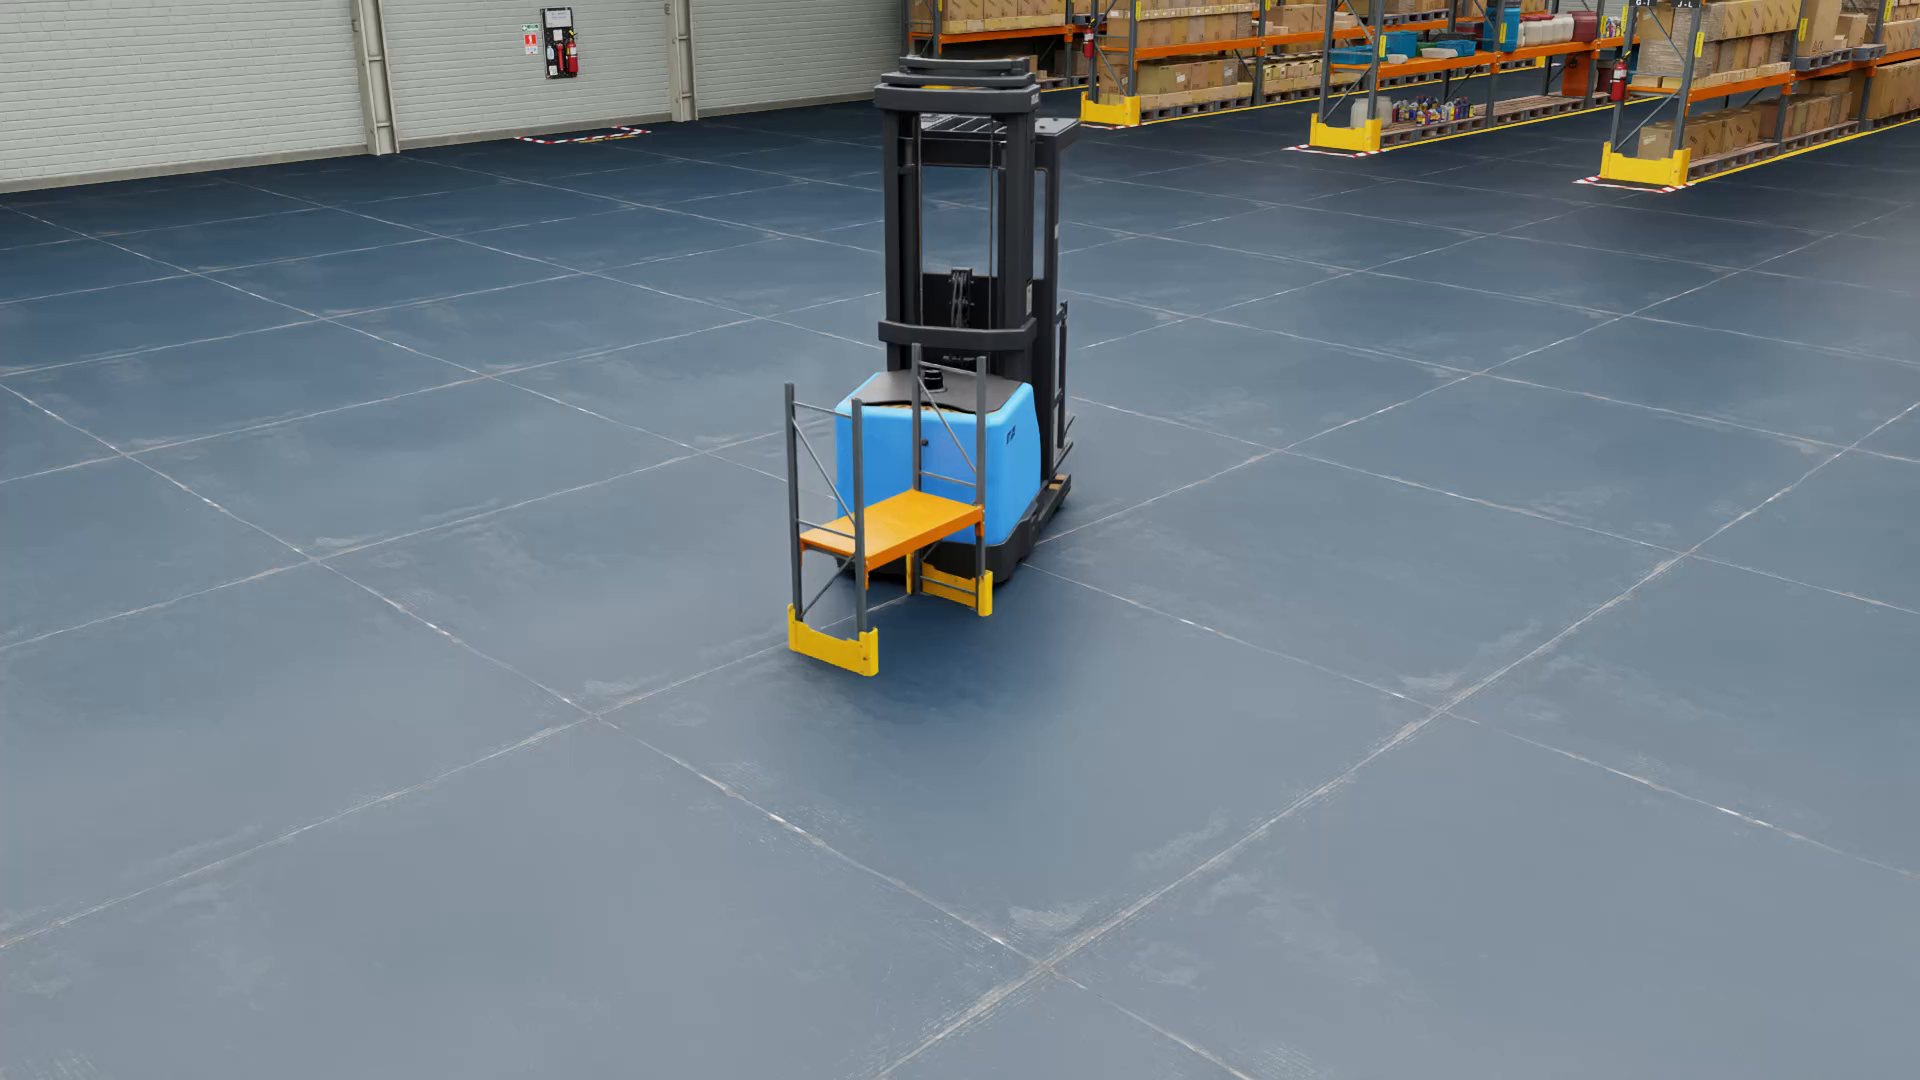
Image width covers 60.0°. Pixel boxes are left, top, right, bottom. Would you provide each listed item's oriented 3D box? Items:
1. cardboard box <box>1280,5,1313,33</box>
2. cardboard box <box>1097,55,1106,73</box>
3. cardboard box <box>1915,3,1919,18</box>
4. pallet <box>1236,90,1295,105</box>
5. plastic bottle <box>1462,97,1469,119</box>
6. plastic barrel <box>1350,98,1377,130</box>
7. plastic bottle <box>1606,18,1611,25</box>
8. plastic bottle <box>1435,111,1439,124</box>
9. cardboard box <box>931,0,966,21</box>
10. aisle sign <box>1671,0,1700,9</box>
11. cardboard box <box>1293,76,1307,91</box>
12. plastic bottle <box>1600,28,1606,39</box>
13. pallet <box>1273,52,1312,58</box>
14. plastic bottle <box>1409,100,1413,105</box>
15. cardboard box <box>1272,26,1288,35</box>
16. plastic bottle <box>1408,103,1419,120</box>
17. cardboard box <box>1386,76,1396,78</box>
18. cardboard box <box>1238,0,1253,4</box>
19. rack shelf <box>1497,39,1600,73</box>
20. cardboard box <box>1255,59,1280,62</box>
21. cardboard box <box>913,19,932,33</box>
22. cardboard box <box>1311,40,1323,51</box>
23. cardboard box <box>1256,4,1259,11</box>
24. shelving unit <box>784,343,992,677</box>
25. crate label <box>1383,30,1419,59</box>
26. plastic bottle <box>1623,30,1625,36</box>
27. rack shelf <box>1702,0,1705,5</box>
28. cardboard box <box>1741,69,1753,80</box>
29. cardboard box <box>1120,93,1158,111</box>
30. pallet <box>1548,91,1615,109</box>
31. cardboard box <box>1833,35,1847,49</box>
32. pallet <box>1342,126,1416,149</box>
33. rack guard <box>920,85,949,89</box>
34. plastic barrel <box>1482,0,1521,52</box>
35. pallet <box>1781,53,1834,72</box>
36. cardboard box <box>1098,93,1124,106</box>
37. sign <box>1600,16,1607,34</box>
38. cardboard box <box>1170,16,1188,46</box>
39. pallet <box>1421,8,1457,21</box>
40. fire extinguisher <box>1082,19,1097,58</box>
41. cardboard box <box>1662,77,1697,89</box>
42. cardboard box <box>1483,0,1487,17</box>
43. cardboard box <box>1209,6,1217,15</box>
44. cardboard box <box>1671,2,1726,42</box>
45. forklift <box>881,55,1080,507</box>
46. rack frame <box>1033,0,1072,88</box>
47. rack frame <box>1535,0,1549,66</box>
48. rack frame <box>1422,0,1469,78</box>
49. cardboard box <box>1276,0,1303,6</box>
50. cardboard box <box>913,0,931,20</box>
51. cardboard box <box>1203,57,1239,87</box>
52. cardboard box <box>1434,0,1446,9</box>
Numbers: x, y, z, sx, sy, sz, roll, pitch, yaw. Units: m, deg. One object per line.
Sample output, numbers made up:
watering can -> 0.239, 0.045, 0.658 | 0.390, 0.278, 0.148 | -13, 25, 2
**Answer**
cardboard box -> 6.822, -10.619, 33.882 | 0.500, 0.500, 0.500 | 19, 28, 41
cardboard box -> 2.832, -10.731, 37.184 | 0.700, 0.500, 0.500 | 19, 28, 40
cardboard box -> 17.307, -9.866, 30.525 | 0.797, 0.503, 0.637 | 20, 28, 41
pallet -> 6.044, -9.012, 33.728 | 1.003, 0.211, 1.213 | 19, 28, 41
plastic bottle -> 8.862, -7.605, 29.260 | 0.144, 0.351, 0.185 | 18, 28, 39
plastic barrel -> 6.718, -7.069, 27.667 | 0.421, 0.512, 0.421 | 0, 21, 0
plastic bottle -> 13.149, -10.440, 33.735 | 0.097, 0.271, 0.097 | 0, 21, 0
plastic bottle -> 8.180, -7.272, 28.602 | 0.097, 0.201, 0.097 | 0, 21, 0
cardboard box -> -0.236, -10.662, 33.270 | 0.500, 0.500, 0.500 | 19, 28, 41
aisle sign -> 10.034, -7.729, 22.878 | 0.394, 0.787, 0.004 | 19, 28, 41
cardboard box -> 6.734, -9.334, 33.925 | 0.500, 0.250, 0.500 | 18, 28, 39
plastic bottle -> 12.428, -9.875, 32.258 | 0.152, 0.276, 0.135 | 19, 28, 41
pallet -> 8.174, -12.284, 42.241 | 1.003, 0.211, 1.213 | 19, 28, 41
plastic bottle -> 7.967, -7.627, 29.411 | 0.133, 0.283, 0.061 | -19, 28, -40
cardboard box -> 9.093, -9.584, 29.241 | 9.833, 1.899, 1.938 | 20, 28, 41
plastic bottle -> 7.939, -7.516, 29.131 | 0.152, 0.276, 0.135 | 19, 28, 41
cardboard box -> 9.232, -10.363, 36.226 | 0.500, 0.500, 0.500 | 18, 27, 39
cardboard box -> 5.253, -10.651, 32.158 | 0.700, 0.500, 0.500 | 19, 28, 41
rack shelf -> 10.500, -9.052, 30.948 | 1.077, 0.370, 4.000 | 19, 28, 41
cardboard box -> 6.343, -9.728, 34.169 | 0.500, 0.311, 0.500 | 19, 28, 40
cardboard box -> -0.597, -10.433, 33.720 | 0.500, 0.250, 0.500 | -20, 28, -41
cardboard box -> 8.895, -12.866, 42.765 | 0.500, 0.500, 0.700 | -19, 28, -41
cardboard box -> 7.040, -12.936, 40.371 | 0.380, 0.149, 0.250 | 19, 28, 41
shelving unit -> -0.372, -0.196, 8.995 | 0.587, 1.500, 1.083 | 16, 26, 35
crate label -> 7.404, -8.403, 28.207 | 0.502, 0.435, 0.616 | 19, 28, 41
plastic bottle -> 13.106, -10.108, 32.871 | 0.097, 0.271, 0.097 | 0, 21, 0
rack shelf -> 11.258, -8.185, 24.510 | 1.077, 0.370, 4.000 | 19, 28, 41
cardboard box -> 11.657, -7.006, 24.973 | 0.380, 0.149, 0.250 | 19, 28, 41
cardboard box -> 3.301, -8.081, 30.666 | 0.500, 0.250, 0.500 | 19, 28, 41
pallet -> 12.415, -8.814, 33.211 | 1.003, 0.211, 1.213 | 19, 28, 41
cardboard box -> 14.474, -8.300, 27.589 | 0.396, 0.266, 0.258 | 18, 28, 39
pallet -> 6.904, -6.783, 27.928 | 1.003, 0.211, 1.213 | 19, 28, 41
rack guard -> -0.731, -9.178, 33.757 | 1.175, 0.500, 0.348 | 19, 28, 41
plastic barrel -> 9.591, -9.132, 29.453 | 0.600, 0.901, 0.708 | 19, 28, 41
pallet -> 13.291, -7.705, 26.707 | 1.003, 0.211, 1.213 | 19, 28, 41
cardboard box -> 2.930, -8.211, 31.003 | 0.500, 0.250, 0.500 | 19, 28, 41
sign -> 12.294, -9.843, 31.774 | 0.100, 0.325, 0.005 | 19, 28, 41
cardboard box -> 3.816, -9.512, 31.003 | 0.700, 0.500, 0.500 | 19, 28, 41
pallet -> 10.503, -11.904, 37.631 | 1.003, 0.211, 1.213 | 19, 28, 41
fire extinguisher -> 2.352, -9.136, 30.272 | 0.296, 0.674, 0.183 | 19, 28, 41
cardboard box -> 10.232, -6.503, 23.662 | 0.380, 0.149, 0.250 | 19, 28, 41
cardboard box -> 12.045, -12.413, 38.550 | 0.500, 0.500, 0.500 | -20, 28, -41
cardboard box -> 4.635, -10.015, 31.406 | 0.250, 0.149, 0.380 | -19, 28, -41
cardboard box -> 10.442, -7.332, 23.521 | 0.500, 0.500, 0.500 | 19, 28, 41
forklift -> 0.136, -1.609, 10.676 | 1.121, 2.935, 3.031 | 5, 22, 14
rack frame -> 2.006, -11.354, 35.933 | 1.000, 3.000, 0.127 | 19, 28, 41
rack frame -> 13.929, -13.199, 40.735 | 1.000, 3.000, 0.127 | 19, 28, 41
rack frame -> 11.139, -12.171, 38.060 | 1.000, 3.000, 0.127 | 19, 28, 41
cardboard box -> 7.977, -13.685, 41.581 | 0.700, 0.700, 0.980 | -20, 28, -41
cardboard box -> -0.608, -10.789, 33.600 | 0.500, 0.500, 0.500 | 19, 28, 40
cardboard box -> 5.034, -9.078, 32.214 | 0.500, 0.500, 0.500 | 19, 28, 41
cardboard box -> 10.648, -12.348, 37.795 | 0.700, 0.500, 0.500 | 9, 23, 23
